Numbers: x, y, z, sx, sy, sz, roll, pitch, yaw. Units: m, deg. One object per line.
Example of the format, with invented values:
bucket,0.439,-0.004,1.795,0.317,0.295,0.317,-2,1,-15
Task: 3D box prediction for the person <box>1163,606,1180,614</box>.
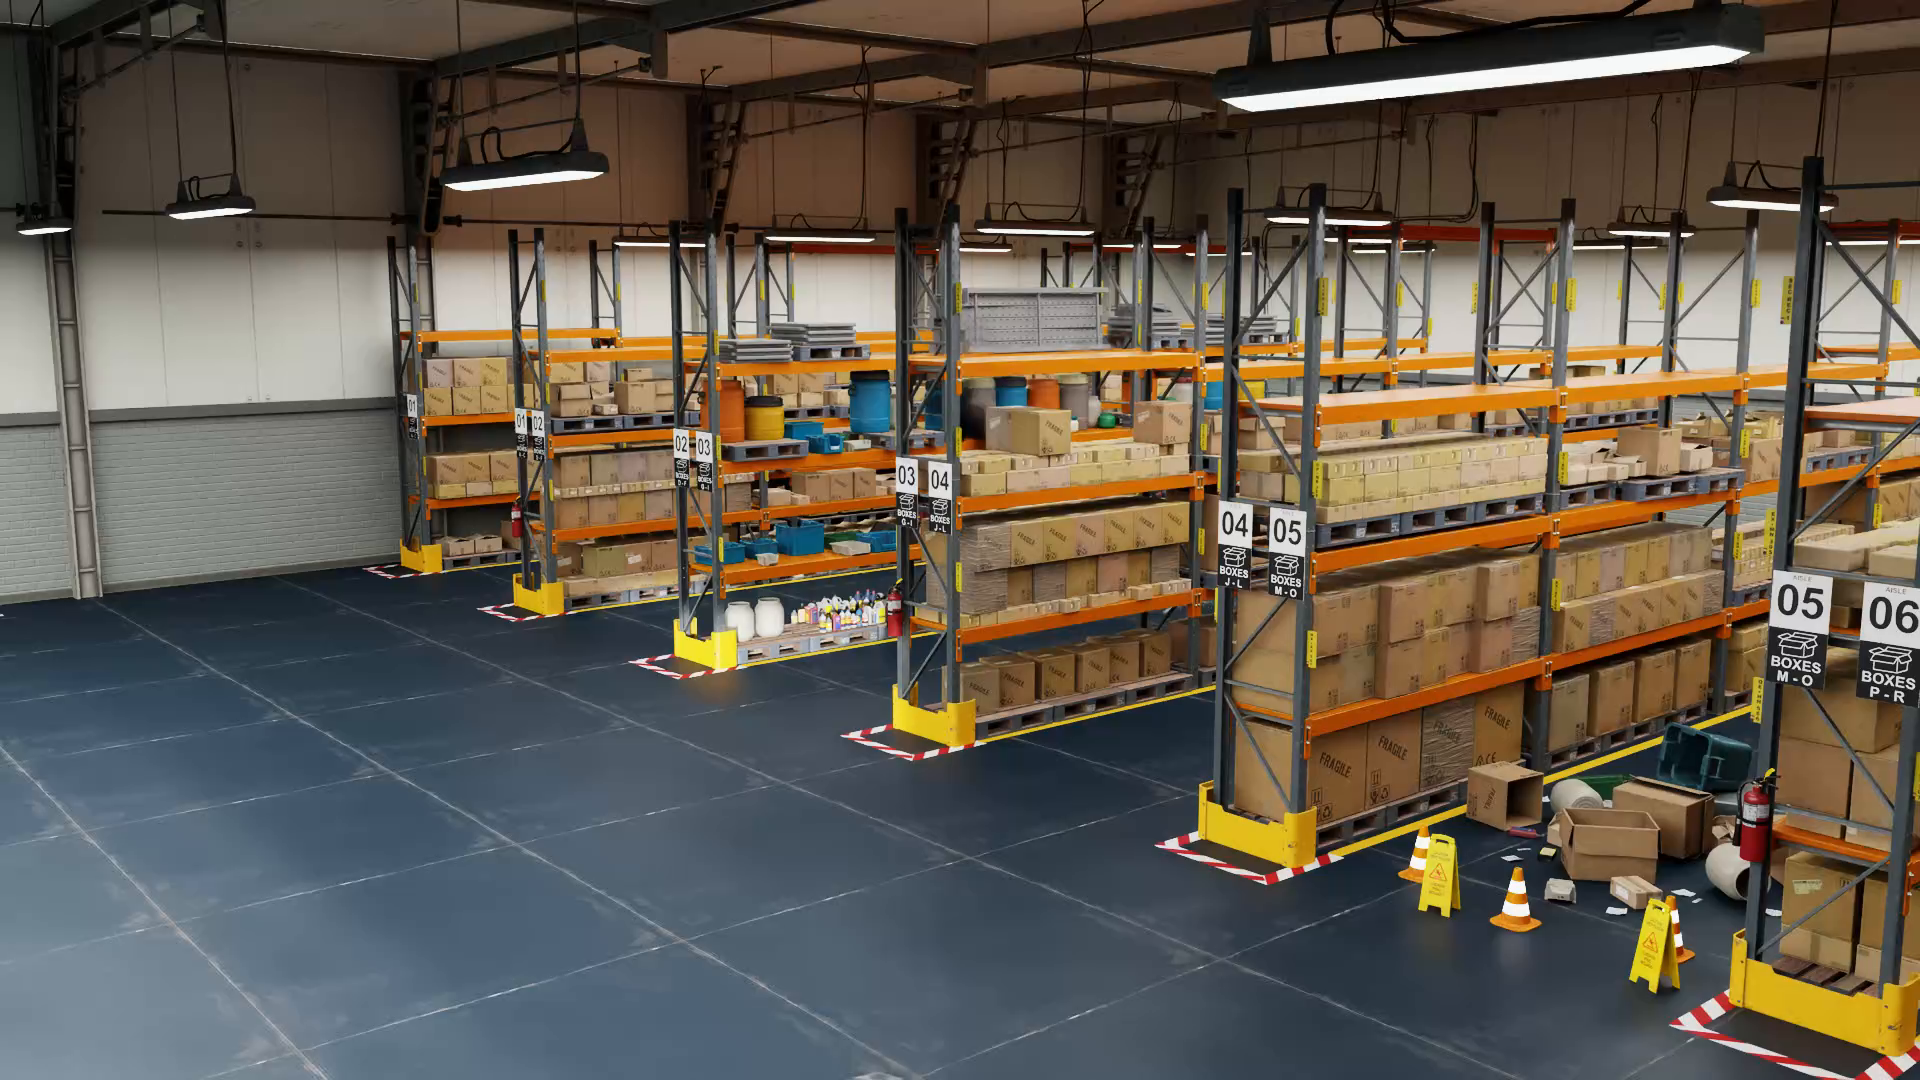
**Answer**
person,3.270,0.211,24.893,0.694,1.743,0.693,8,12,41
